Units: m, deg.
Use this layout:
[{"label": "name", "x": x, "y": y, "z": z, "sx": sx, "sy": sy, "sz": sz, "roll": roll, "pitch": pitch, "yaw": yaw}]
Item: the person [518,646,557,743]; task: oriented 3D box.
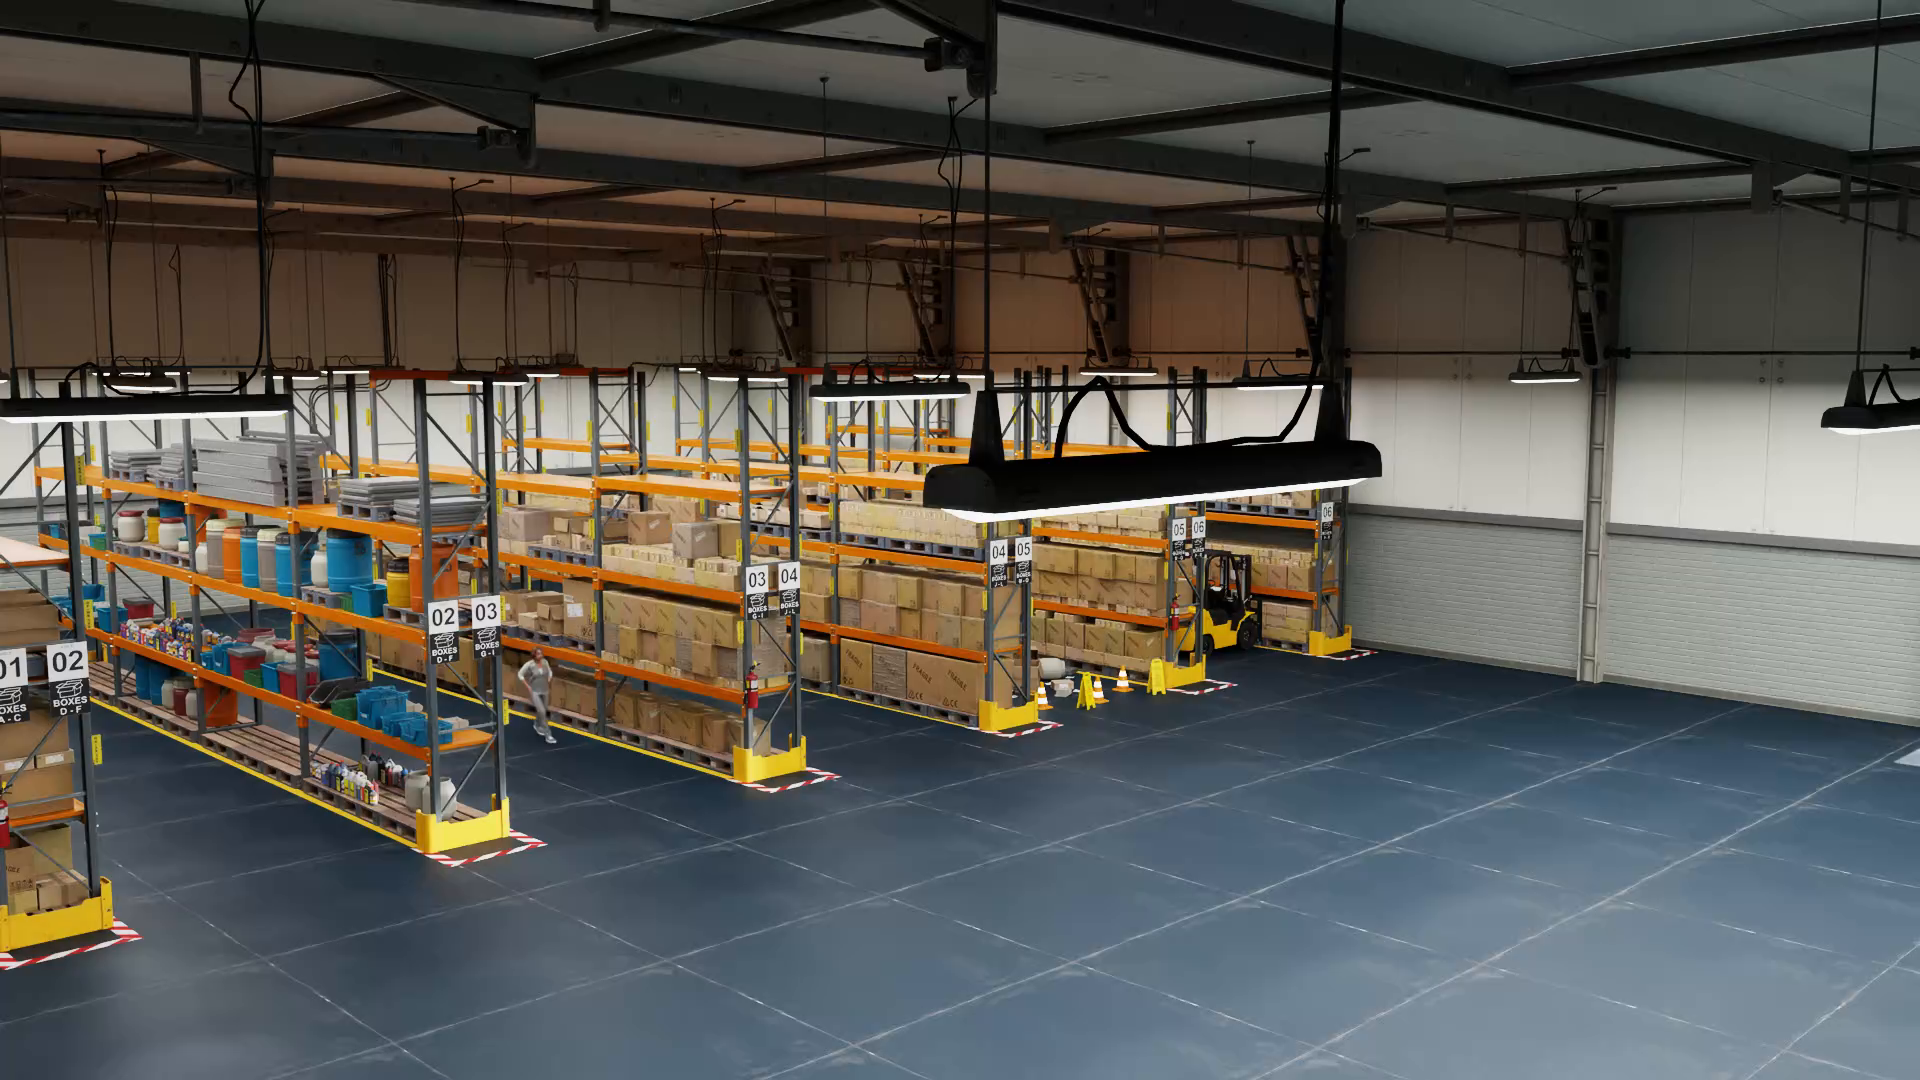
[{"label": "person", "x": -6.853, "y": 2.485, "z": 26.984, "sx": 0.531, "sy": 1.561, "sz": 0.838, "roll": -6, "pitch": 9, "yaw": -43}]
